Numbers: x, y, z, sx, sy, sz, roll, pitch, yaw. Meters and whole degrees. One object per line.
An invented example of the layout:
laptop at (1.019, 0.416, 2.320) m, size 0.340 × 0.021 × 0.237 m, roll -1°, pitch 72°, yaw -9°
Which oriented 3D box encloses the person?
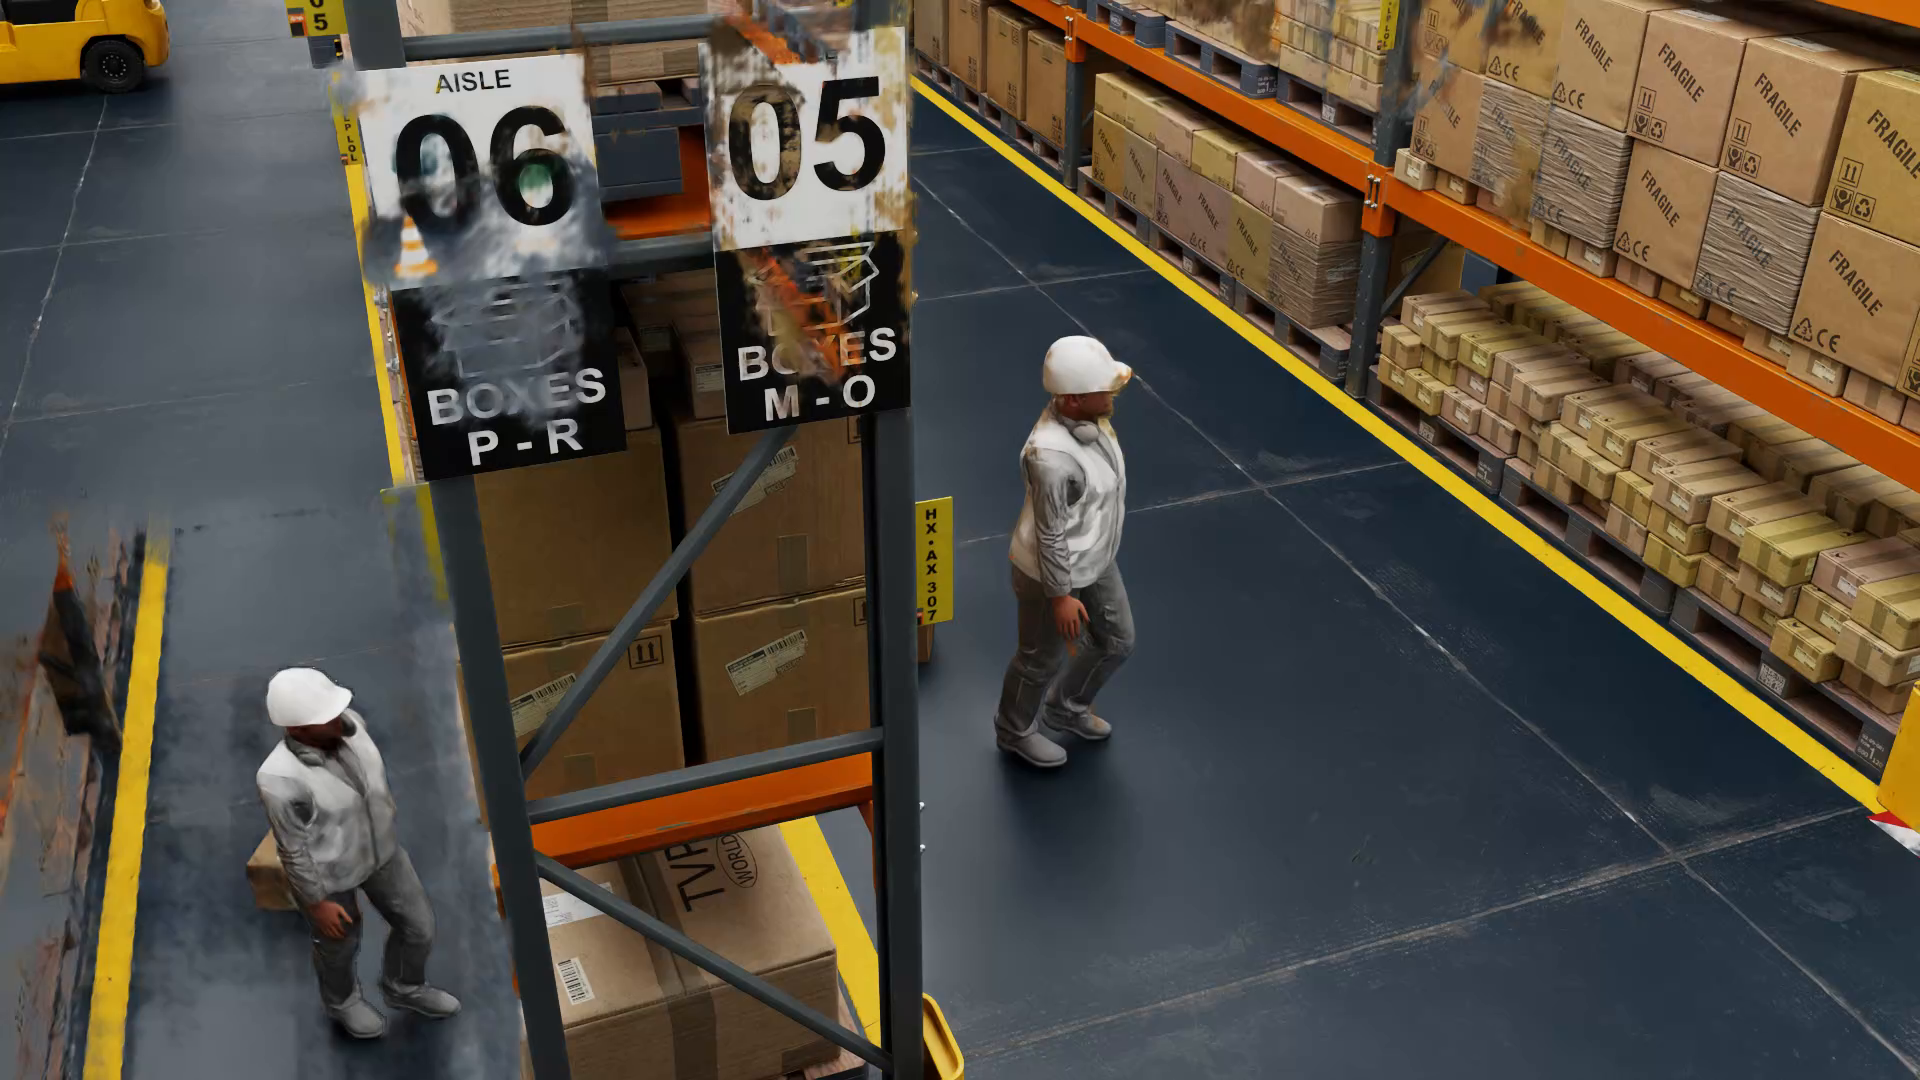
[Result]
person at (0.366, 0.089, 5.936) m, size 0.514 × 1.797 × 0.542 m, roll 14°, pitch 33°, yaw 24°
